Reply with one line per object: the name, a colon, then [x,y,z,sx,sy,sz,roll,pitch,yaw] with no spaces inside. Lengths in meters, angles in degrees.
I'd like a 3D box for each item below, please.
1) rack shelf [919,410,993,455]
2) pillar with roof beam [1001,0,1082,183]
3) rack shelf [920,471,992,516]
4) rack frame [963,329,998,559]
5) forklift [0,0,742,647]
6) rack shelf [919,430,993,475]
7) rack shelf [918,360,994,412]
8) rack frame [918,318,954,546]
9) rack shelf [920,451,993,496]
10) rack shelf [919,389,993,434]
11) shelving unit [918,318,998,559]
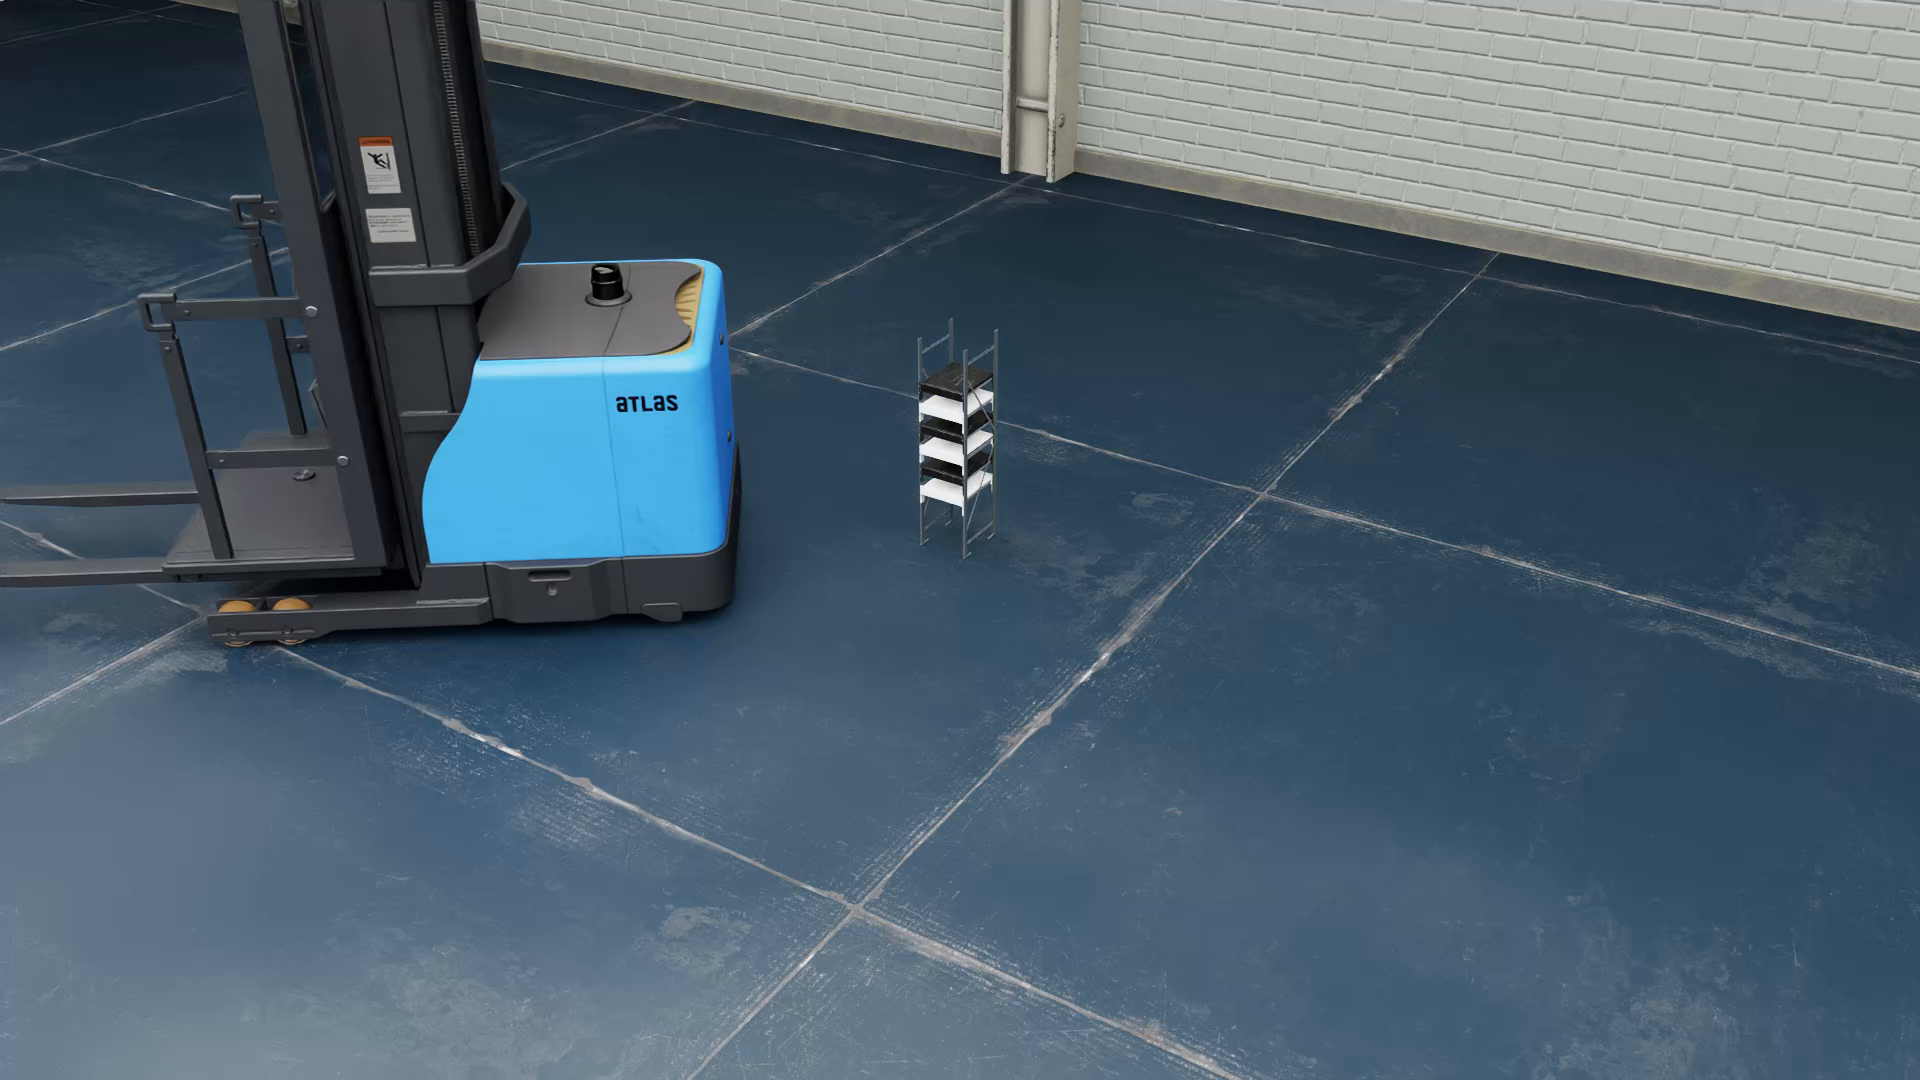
rack shelf: [-0.007,-0.440,6.498,0.200,0.077,0.258,18,35,27]
pillar with roof beam: [-1.776,-4.464,5.472,0.400,9.000,9.100,18,35,27]
rack shelf: [-0.007,-0.207,6.634,0.200,0.077,0.258,18,35,27]
rack frame: [0.079,-0.364,6.480,0.006,0.900,0.240,18,35,27]
forklift: [-2.395,-1.153,5.817,3.031,2.935,1.130,-2,30,-4]
rack shelf: [-0.007,-0.362,6.544,0.200,0.077,0.258,18,35,27]
rack shelf: [-0.007,-0.595,6.408,0.200,0.077,0.258,18,35,27]
rack frame: [-0.093,-0.418,6.574,0.006,0.900,0.240,18,35,27]
rack shelf: [-0.007,-0.284,6.589,0.200,0.077,0.258,18,35,27]
rack shelf: [-0.007,-0.518,6.453,0.200,0.077,0.258,18,35,27]
shelving unit: [-0.007,-0.391,6.527,0.210,0.900,0.258,18,35,27]
